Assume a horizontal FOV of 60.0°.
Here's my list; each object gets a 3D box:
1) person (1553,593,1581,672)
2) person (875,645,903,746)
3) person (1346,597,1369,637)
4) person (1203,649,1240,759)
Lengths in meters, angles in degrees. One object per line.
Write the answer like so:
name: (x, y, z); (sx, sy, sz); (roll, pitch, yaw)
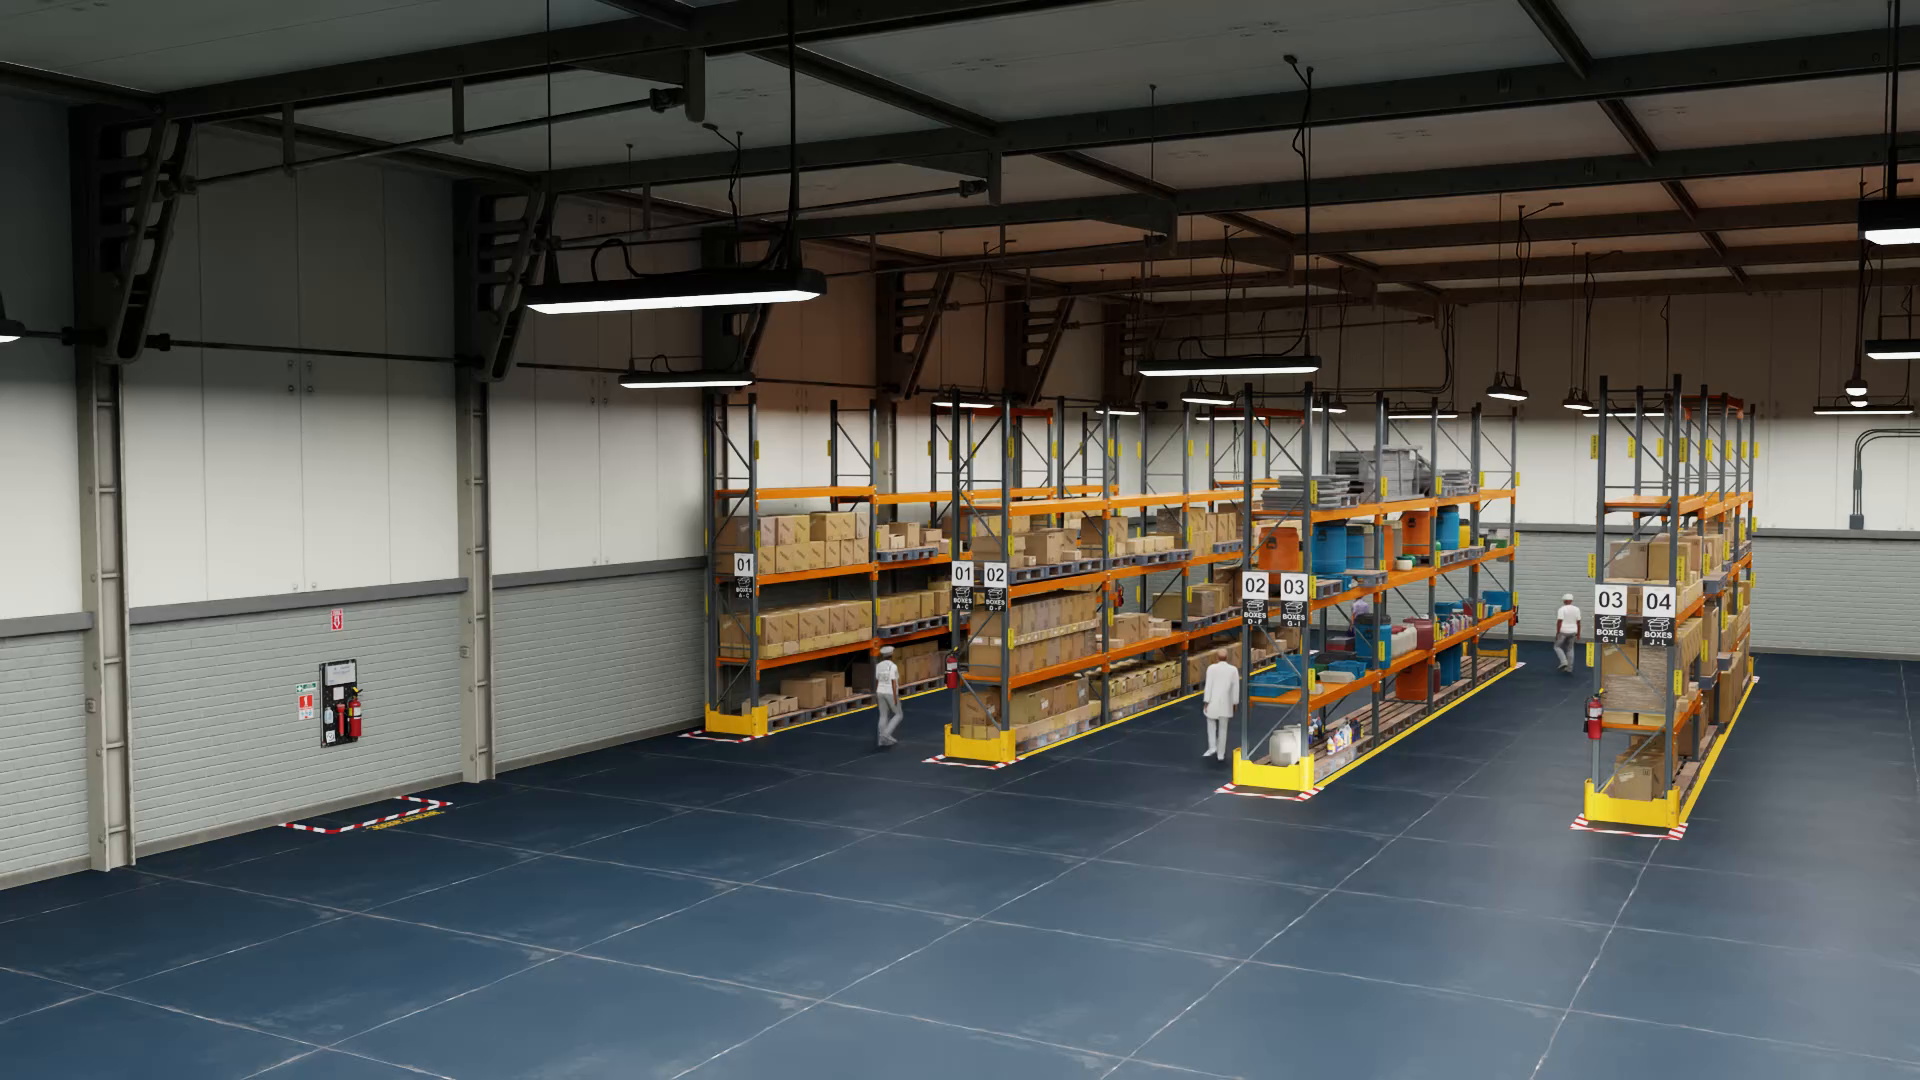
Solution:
person: (13.722, 2.093, 37.525); (0.616, 1.766, 0.467); (-1, 3, -12)
person: (-1.238, 2.638, 28.132); (0.505, 1.675, 0.457); (2, 4, 36)
person: (9.469, 2.057, 39.543); (0.537, 1.671, 0.388); (-1, 3, -20)
person: (4.235, 2.671, 26.930); (0.589, 1.811, 0.575); (0, 3, 7)
